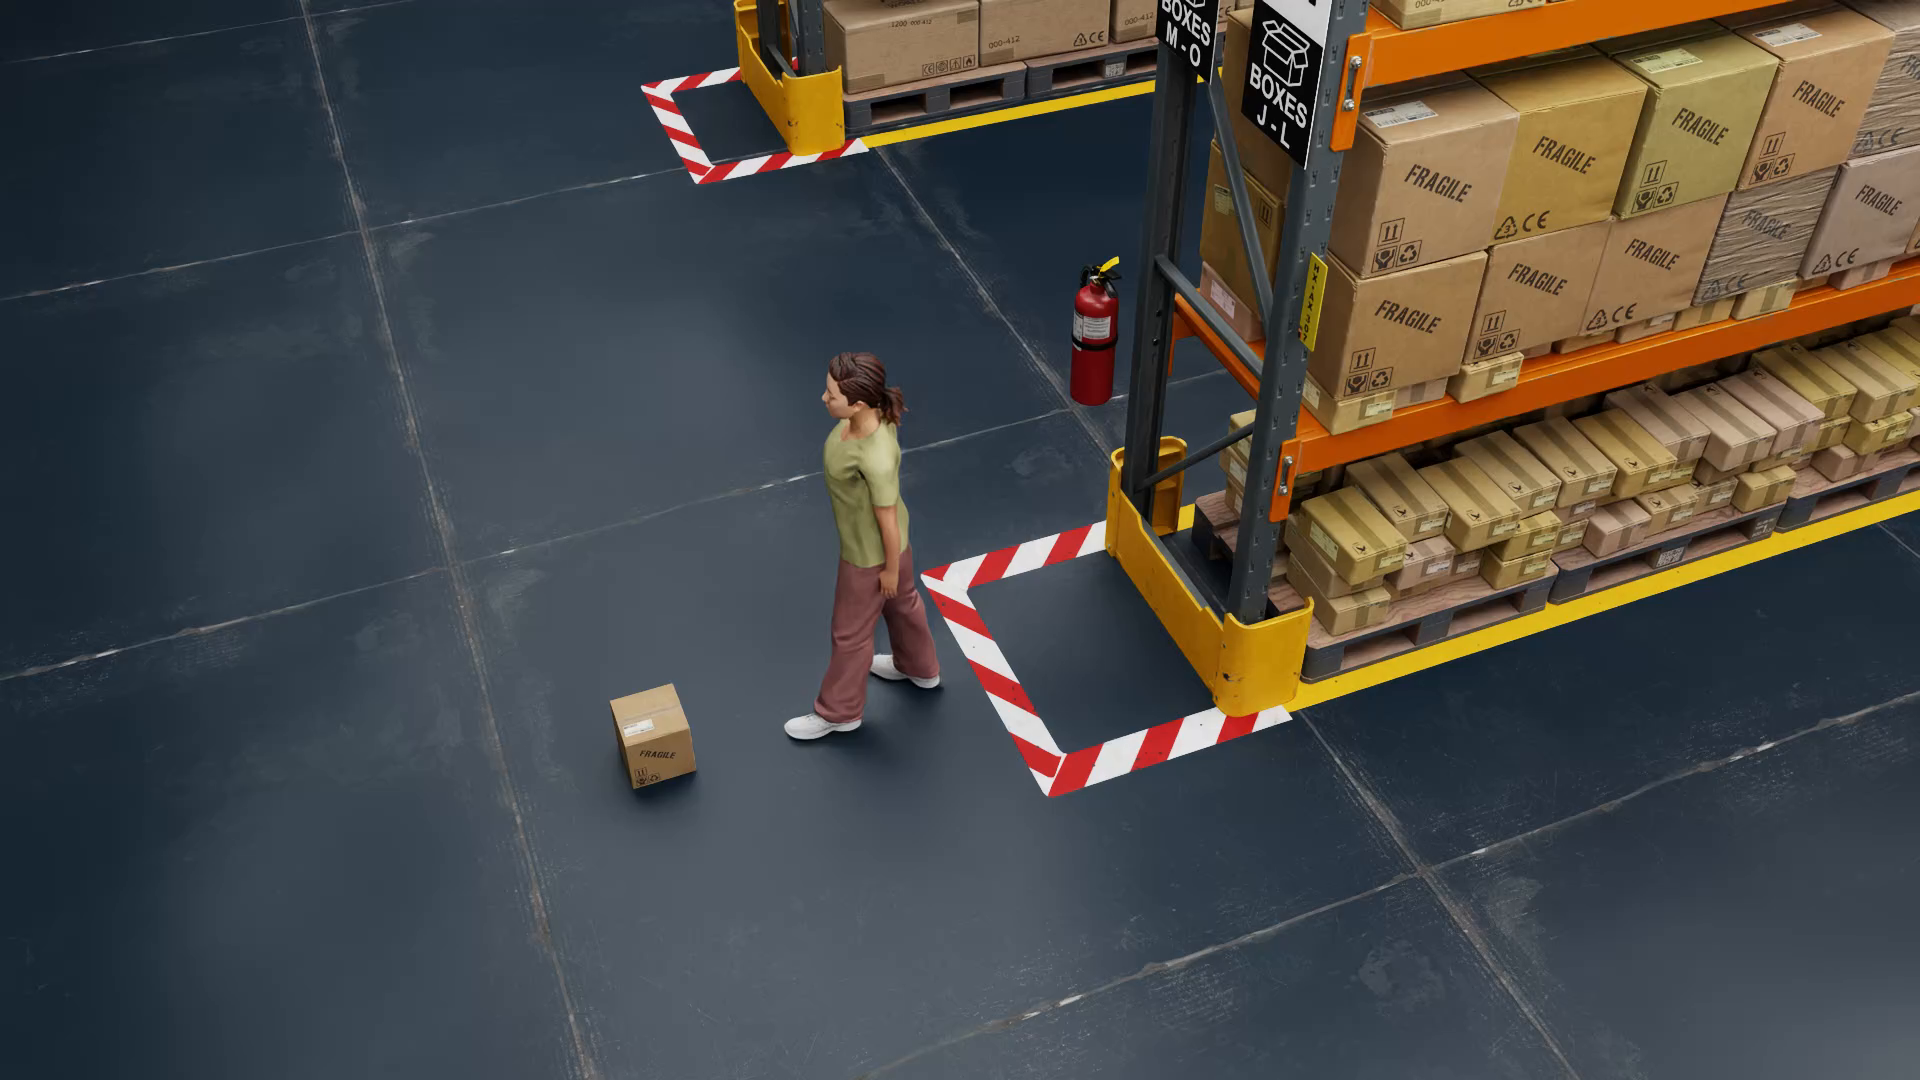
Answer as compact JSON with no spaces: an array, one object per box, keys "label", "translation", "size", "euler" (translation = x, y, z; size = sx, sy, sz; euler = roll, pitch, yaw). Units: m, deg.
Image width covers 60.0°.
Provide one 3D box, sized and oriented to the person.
[{"label":"person","translation":[-0.387,0.006,6.144],"size":[0.620,1.662,0.484],"euler":[-1,42,-1]}]
